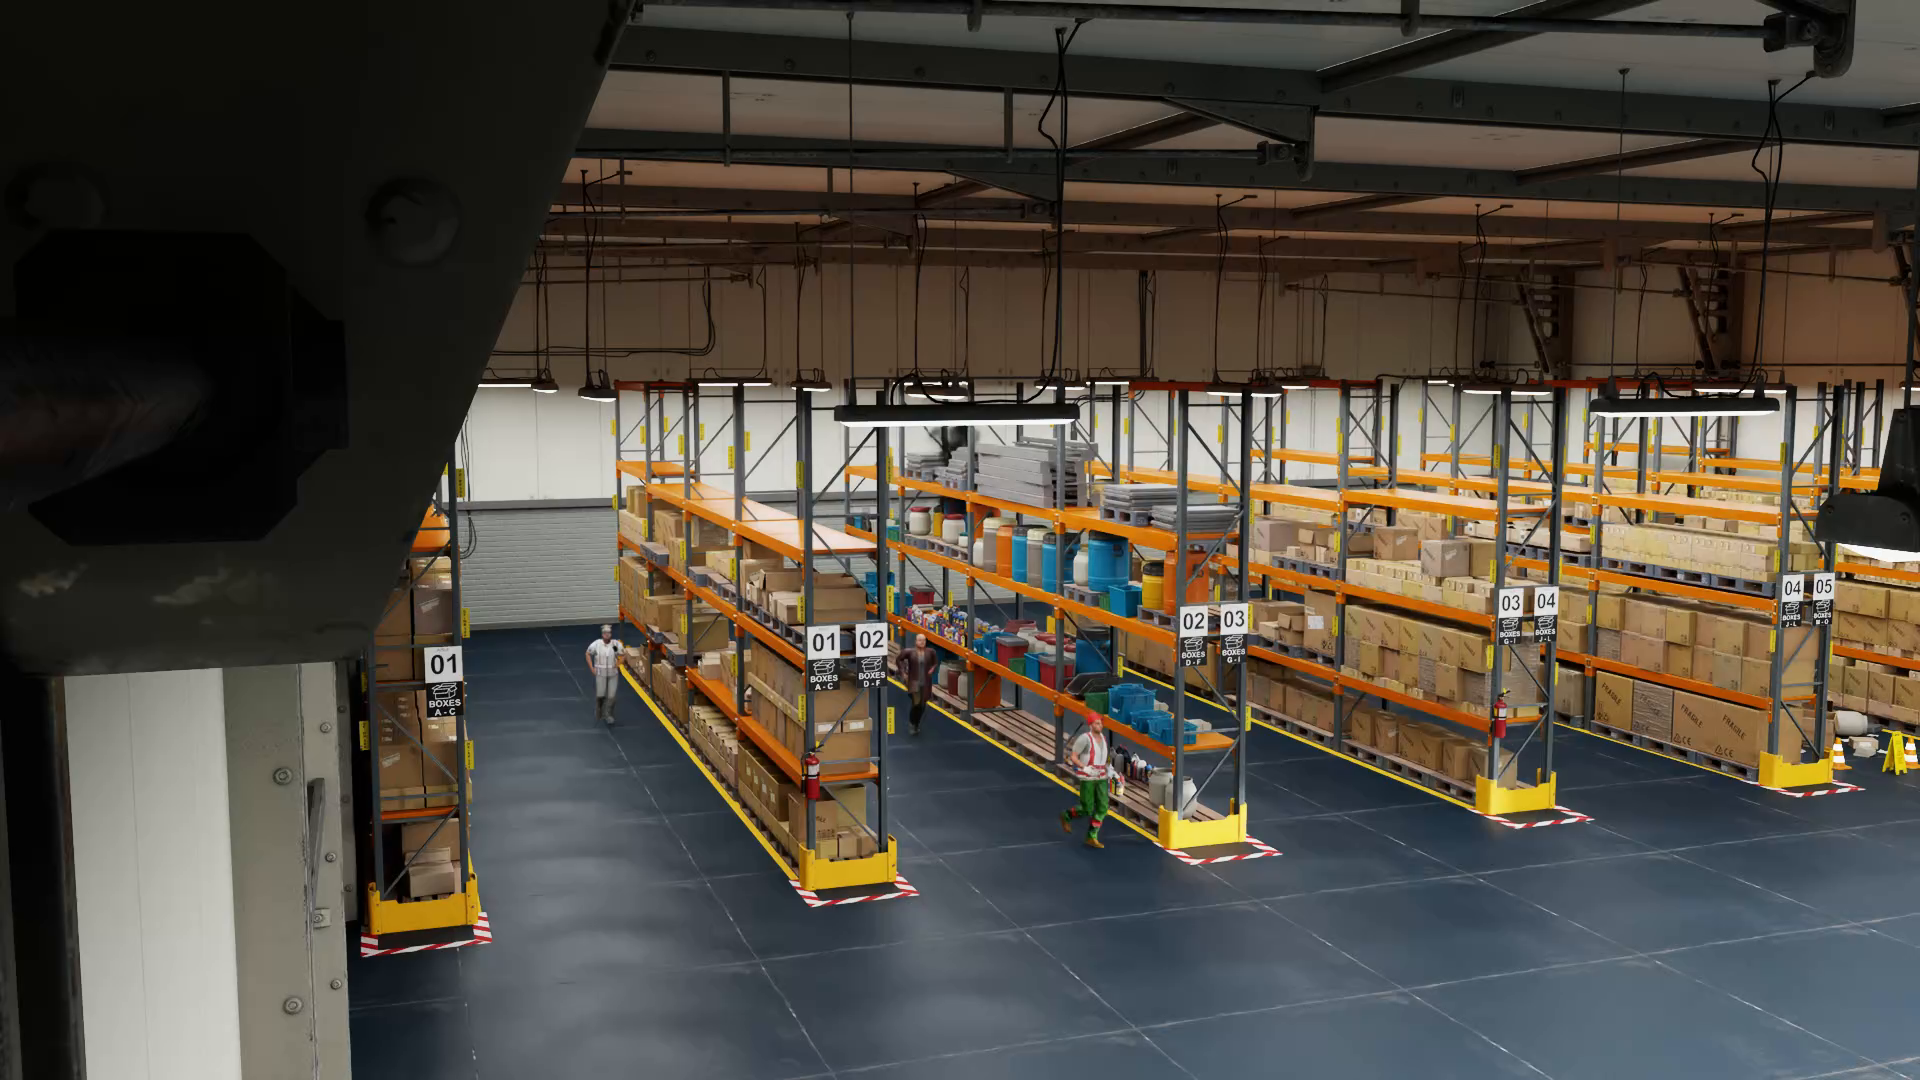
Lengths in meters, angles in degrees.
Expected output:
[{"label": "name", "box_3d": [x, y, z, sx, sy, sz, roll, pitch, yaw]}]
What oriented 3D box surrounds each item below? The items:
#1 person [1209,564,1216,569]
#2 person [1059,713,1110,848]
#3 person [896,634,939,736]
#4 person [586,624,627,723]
[{"label": "person", "box_3d": [5.842, 1.364, 39.148, 0.672, 1.644, 0.823, 0, 6, 4]}, {"label": "person", "box_3d": [1.715, 3.145, 22.017, 0.676, 1.755, 0.736, -5, 8, -40]}, {"label": "person", "box_3d": [-0.690, 2.462, 28.327, 0.699, 1.746, 0.748, -2, 6, -19]}, {"label": "person", "box_3d": [-6.222, 2.358, 29.334, 0.710, 1.757, 0.563, -2, 6, -16]}]
